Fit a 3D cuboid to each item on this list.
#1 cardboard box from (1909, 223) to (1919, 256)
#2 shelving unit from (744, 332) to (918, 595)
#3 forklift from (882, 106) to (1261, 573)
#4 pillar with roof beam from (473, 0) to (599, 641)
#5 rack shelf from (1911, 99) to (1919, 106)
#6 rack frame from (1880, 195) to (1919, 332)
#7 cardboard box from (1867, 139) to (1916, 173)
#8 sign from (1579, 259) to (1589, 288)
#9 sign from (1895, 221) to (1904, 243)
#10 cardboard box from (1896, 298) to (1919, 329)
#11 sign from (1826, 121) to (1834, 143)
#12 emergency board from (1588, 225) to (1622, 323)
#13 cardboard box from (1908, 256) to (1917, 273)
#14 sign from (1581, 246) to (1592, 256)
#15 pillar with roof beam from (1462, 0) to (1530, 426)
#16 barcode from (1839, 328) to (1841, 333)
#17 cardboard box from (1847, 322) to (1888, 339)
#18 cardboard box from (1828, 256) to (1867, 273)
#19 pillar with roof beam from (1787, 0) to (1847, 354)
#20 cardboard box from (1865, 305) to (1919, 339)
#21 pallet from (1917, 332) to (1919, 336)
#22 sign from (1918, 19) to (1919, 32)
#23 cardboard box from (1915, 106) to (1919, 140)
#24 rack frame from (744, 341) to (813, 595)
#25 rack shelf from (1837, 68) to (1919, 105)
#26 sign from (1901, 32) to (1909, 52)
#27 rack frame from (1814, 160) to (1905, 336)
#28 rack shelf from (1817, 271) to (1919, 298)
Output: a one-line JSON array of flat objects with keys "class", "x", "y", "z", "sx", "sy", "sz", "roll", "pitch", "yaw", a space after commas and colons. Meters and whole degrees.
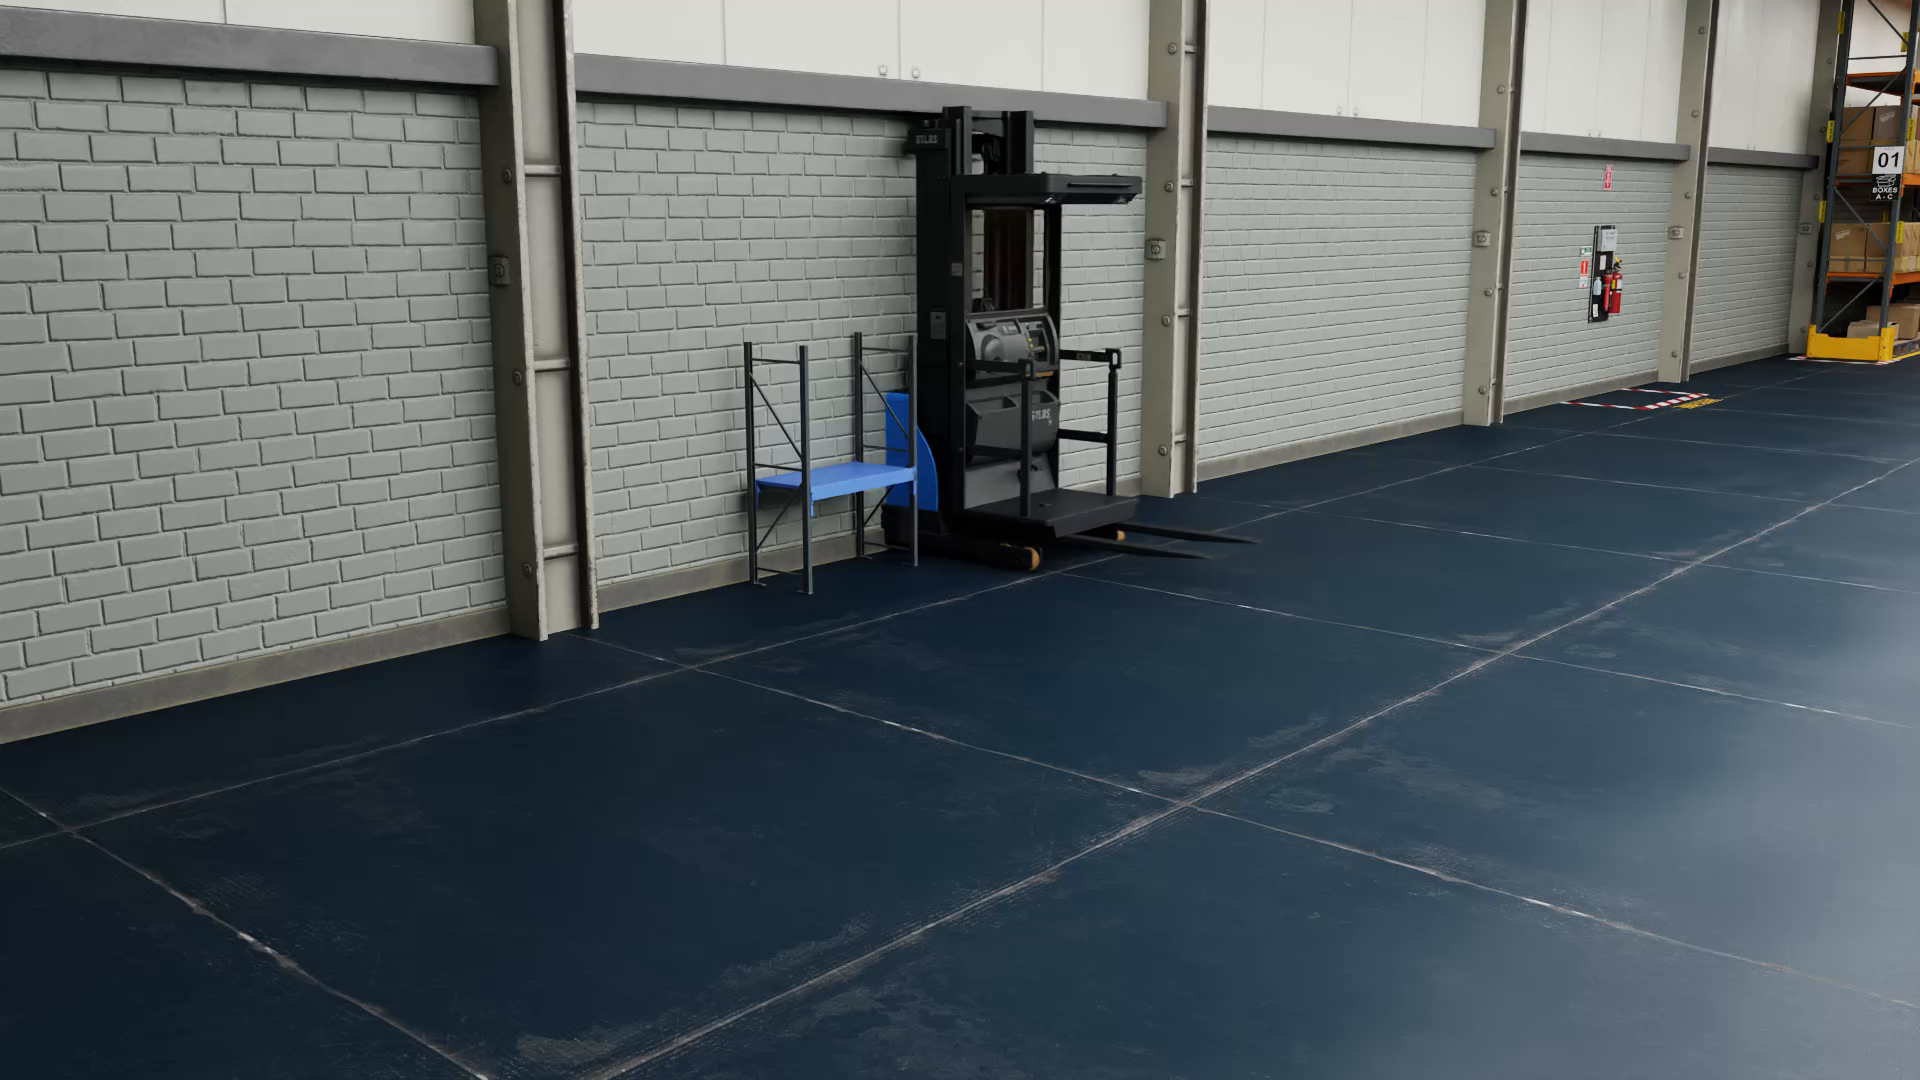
[{"class": "cardboard box", "x": 14.650, "y": -4.698, "z": 25.990, "sx": 0.500, "sy": 0.500, "sz": 0.500, "roll": 10, "pitch": 15, "yaw": 41}, {"class": "shelving unit", "x": -0.793, "y": -0.515, "z": 10.460, "sx": 0.538, "sy": 1.500, "sz": 1.048, "roll": 9, "pitch": 14, "yaw": 37}, {"class": "forklift", "x": 0.519, "y": -1.345, "z": 10.962, "sx": 3.031, "sy": 2.935, "sz": 1.130, "roll": 9, "pitch": 14, "yaw": 38}, {"class": "pillar with roof beam", "x": 0.979, "y": -3.360, "z": 5.558, "sx": 9.100, "sy": 9.000, "sz": 0.400, "roll": 10, "pitch": 15, "yaw": 40}, {"class": "rack shelf", "x": 17.736, "y": -7.567, "z": 29.477, "sx": 1.077, "sy": 0.370, "sz": 4.000, "roll": 10, "pitch": 15, "yaw": 40}, {"class": "rack frame", "x": 16.416, "y": -4.879, "z": 28.482, "sx": 1.000, "sy": 3.000, "sz": 0.127, "roll": 10, "pitch": 15, "yaw": 40}, {"class": "cardboard box", "x": 14.184, "y": -5.837, "z": 25.315, "sx": 0.500, "sy": 0.500, "sz": 0.500, "roll": 10, "pitch": 15, "yaw": 42}, {"class": "sign", "x": 7.525, "y": -3.214, "z": 20.052, "sx": 0.001, "sy": 0.329, "sz": 0.234, "roll": 10, "pitch": 15, "yaw": 40}, {"class": "sign", "x": 14.183, "y": -4.645, "z": 25.100, "sx": 0.100, "sy": 0.325, "sz": 0.005, "roll": 10, "pitch": 15, "yaw": 40}, {"class": "cardboard box", "x": 16.889, "y": -3.980, "z": 29.237, "sx": 0.700, "sy": 0.500, "sz": 0.500, "roll": 10, "pitch": 15, "yaw": 42}, {"class": "sign", "x": 13.372, "y": -6.271, "z": 25.529, "sx": 0.100, "sy": 0.325, "sz": 0.005, "roll": 10, "pitch": 15, "yaw": 40}, {"class": "emergency board", "x": 7.967, "y": -3.264, "z": 20.396, "sx": 0.194, "sy": 1.169, "sz": 0.643, "roll": 10, "pitch": 15, "yaw": 40}, {"class": "cardboard box", "x": 14.668, "y": -4.336, "z": 26.094, "sx": 0.500, "sy": 0.250, "sz": 0.500, "roll": 9, "pitch": 15, "yaw": 39}, {"class": "sign", "x": 7.534, "y": -3.473, "z": 19.998, "sx": 0.001, "sy": 0.109, "sz": 0.331, "roll": 10, "pitch": 15, "yaw": 40}, {"class": "pillar with roof beam", "x": 8.900, "y": -5.125, "z": 14.398, "sx": 9.100, "sy": 9.000, "sz": 0.400, "roll": 10, "pitch": 15, "yaw": 40}, {"class": "barcode", "x": 14.011, "y": -3.337, "z": 26.479, "sx": 0.001, "sy": 0.075, "sz": 0.075, "roll": 10, "pitch": 15, "yaw": 40}, {"class": "cardboard box", "x": 14.300, "y": -3.278, "z": 26.207, "sx": 0.500, "sy": 0.311, "sz": 0.500, "roll": 8, "pitch": 14, "yaw": 34}, {"class": "cardboard box", "x": 13.938, "y": -4.321, "z": 26.018, "sx": 0.500, "sy": 0.250, "sz": 0.500, "roll": 10, "pitch": 15, "yaw": 41}, {"class": "pillar with roof beam", "x": 16.822, "y": -6.891, "z": 23.237, "sx": 9.100, "sy": 9.000, "sz": 0.400, "roll": 10, "pitch": 15, "yaw": 40}, {"class": "cardboard box", "x": 15.198, "y": -3.556, "z": 27.117, "sx": 0.700, "sy": 0.500, "sz": 0.500, "roll": 9, "pitch": 14, "yaw": 37}, {"class": "pallet", "x": 15.999, "y": -3.409, "z": 28.238, "sx": 1.003, "sy": 0.211, "sz": 1.213, "roll": 10, "pitch": 15, "yaw": 40}, {"class": "sign", "x": 14.183, "y": -7.659, "z": 24.498, "sx": 0.100, "sy": 0.325, "sz": 0.005, "roll": 10, "pitch": 15, "yaw": 40}, {"class": "cardboard box", "x": 14.581, "y": -6.403, "z": 25.596, "sx": 0.500, "sy": 0.500, "sz": 0.500, "roll": 10, "pitch": 15, "yaw": 40}, {"class": "rack frame", "x": -1.101, "y": -0.436, "z": 10.064, "sx": 0.500, "sy": 1.500, "sz": 0.032, "roll": 9, "pitch": 14, "yaw": 37}, {"class": "rack shelf", "x": 15.096, "y": -7.173, "z": 26.492, "sx": 1.077, "sy": 0.370, "sz": 4.000, "roll": 10, "pitch": 15, "yaw": 40}, {"class": "sign", "x": 15.995, "y": -8.428, "z": 28.143, "sx": 0.100, "sy": 0.325, "sz": 0.005, "roll": 10, "pitch": 15, "yaw": 40}, {"class": "rack frame", "x": 13.775, "y": -4.291, "z": 25.536, "sx": 1.000, "sy": 3.000, "sz": 0.127, "roll": 10, "pitch": 15, "yaw": 40}, {"class": "rack shelf", "x": 15.096, "y": -4.232, "z": 27.079, "sx": 1.077, "sy": 0.370, "sz": 4.000, "roll": 10, "pitch": 15, "yaw": 40}]
